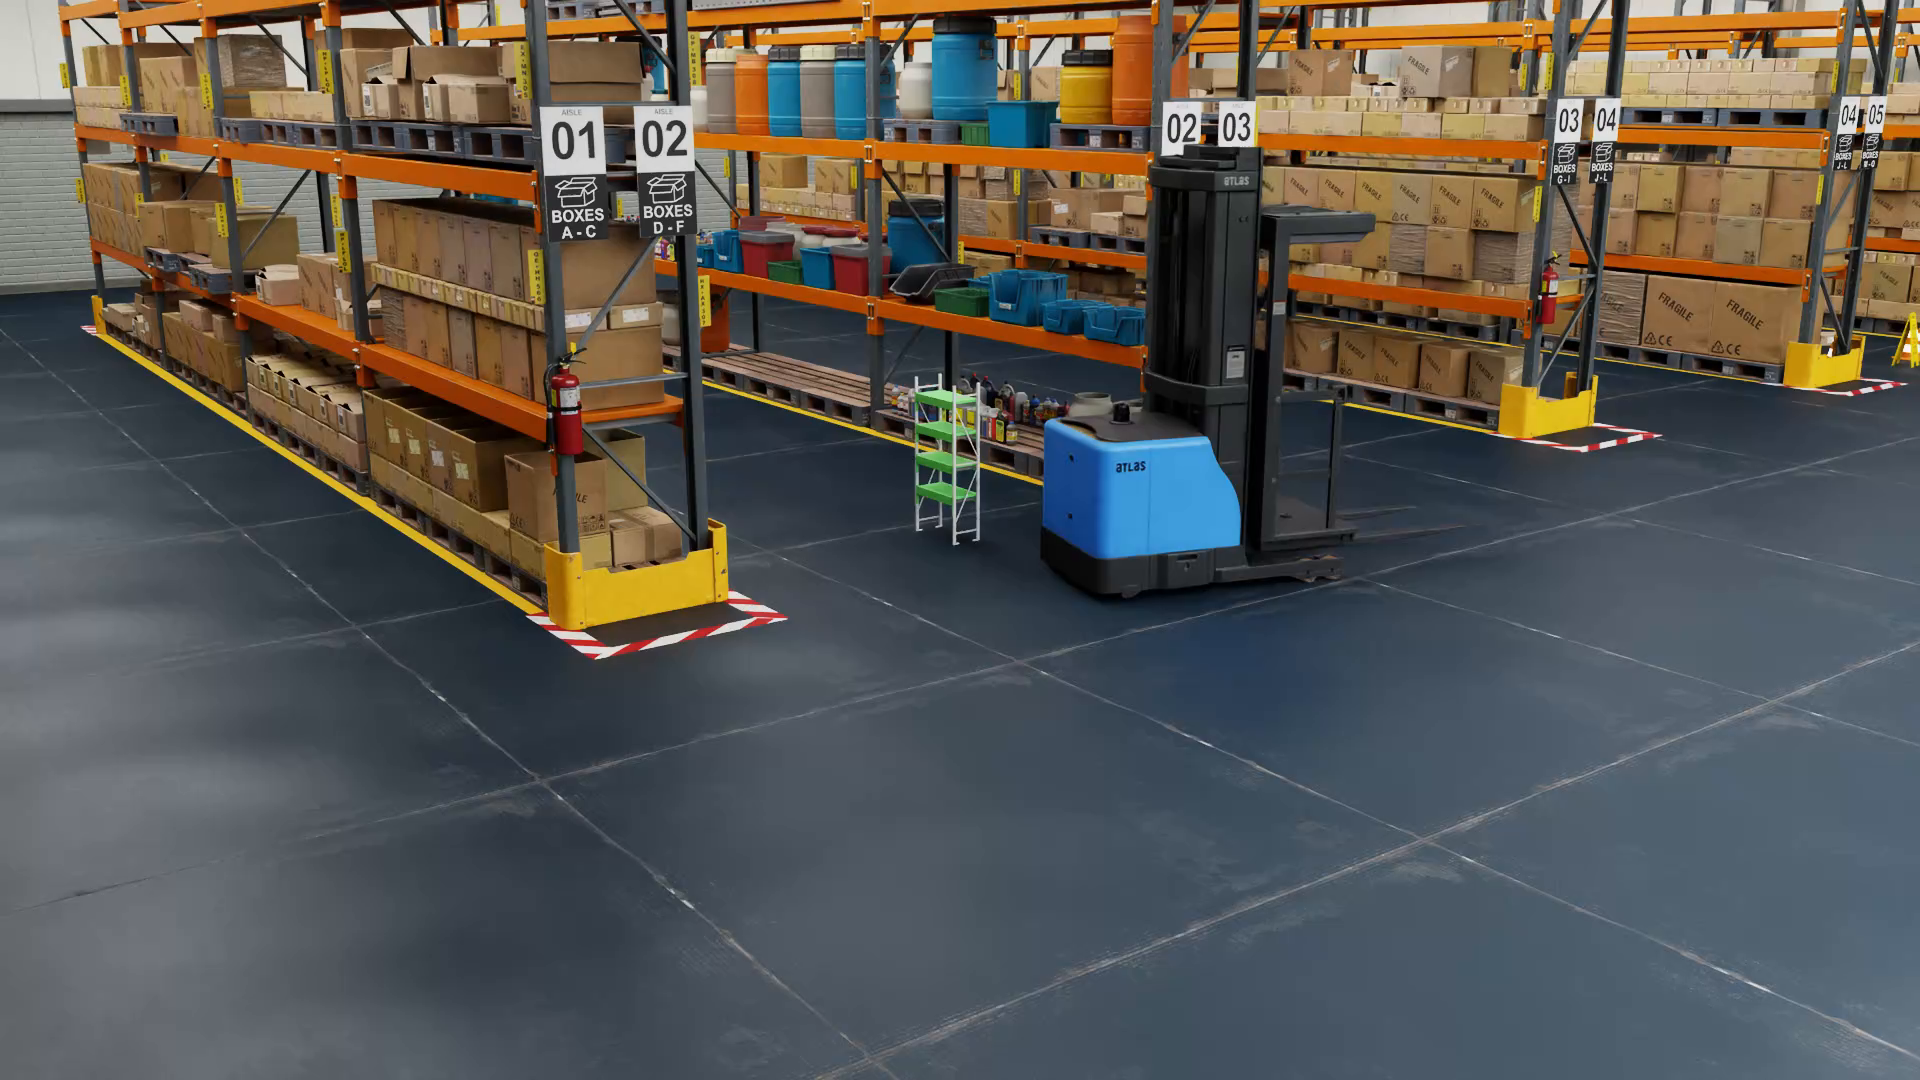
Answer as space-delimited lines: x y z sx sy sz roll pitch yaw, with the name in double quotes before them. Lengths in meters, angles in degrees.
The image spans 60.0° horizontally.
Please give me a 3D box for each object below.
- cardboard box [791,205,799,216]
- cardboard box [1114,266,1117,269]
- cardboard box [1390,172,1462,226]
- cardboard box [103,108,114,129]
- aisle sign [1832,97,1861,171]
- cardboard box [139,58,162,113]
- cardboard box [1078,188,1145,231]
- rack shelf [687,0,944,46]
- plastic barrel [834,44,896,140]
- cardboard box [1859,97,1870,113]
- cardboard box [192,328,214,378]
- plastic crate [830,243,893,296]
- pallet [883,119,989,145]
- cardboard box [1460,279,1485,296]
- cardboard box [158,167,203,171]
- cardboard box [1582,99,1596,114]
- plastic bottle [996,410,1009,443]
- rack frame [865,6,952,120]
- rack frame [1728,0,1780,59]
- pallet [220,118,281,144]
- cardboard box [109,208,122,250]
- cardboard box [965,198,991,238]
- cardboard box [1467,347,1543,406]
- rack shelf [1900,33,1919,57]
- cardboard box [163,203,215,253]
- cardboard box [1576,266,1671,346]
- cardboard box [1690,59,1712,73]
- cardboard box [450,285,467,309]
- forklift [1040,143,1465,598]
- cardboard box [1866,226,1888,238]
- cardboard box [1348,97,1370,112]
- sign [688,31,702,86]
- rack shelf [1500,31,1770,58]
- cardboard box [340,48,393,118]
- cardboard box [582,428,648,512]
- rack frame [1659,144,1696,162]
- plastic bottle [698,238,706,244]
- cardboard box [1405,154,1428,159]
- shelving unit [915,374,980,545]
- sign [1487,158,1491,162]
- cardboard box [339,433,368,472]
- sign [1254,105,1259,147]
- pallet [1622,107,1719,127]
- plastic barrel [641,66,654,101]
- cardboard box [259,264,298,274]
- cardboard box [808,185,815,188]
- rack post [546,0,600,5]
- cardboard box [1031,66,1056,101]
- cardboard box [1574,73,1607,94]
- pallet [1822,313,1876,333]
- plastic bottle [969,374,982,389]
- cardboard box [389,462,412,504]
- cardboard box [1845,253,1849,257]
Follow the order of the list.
"cardboard box" -2.501 -5.323 26.818 0.380 0.149 0.250 -10 18 -34
"cardboard box" 2.808 -4.861 29.260 0.380 0.149 0.250 -10 18 -33
"cardboard box" 4.789 -3.504 17.051 0.500 0.500 0.500 -11 19 -35
"cardboard box" -10.255 -5.215 20.549 0.500 0.250 0.500 -11 19 -35
"aisle sign" 9.774 -4.479 18.334 0.394 0.787 0.004 -11 19 -35
"cardboard box" -8.931 -5.191 19.003 0.600 0.600 0.600 -13 20 -40
"cardboard box" 1.958 -4.285 21.564 0.700 0.500 0.500 -8 17 -26
"rack shelf" -1.631 -5.405 17.397 1.077 0.370 4.000 -11 19 -35
"plastic barrel" -0.930 -4.387 16.292 0.600 0.901 0.708 -11 19 -35
"cardboard box" 12.498 -5.987 22.807 0.500 0.250 0.500 -11 19 -34
"cardboard box" -8.173 -2.101 18.473 0.500 0.500 0.500 -12 19 -37
"plastic crate" -0.987 -2.711 16.676 0.402 0.464 0.583 -11 19 -35
"pallet" 0.048 -3.841 15.602 1.213 0.211 1.003 -11 19 -35
"cardboard box" 5.234 -2.545 16.668 0.380 0.149 0.250 -11 19 -35
"cardboard box" -9.823 -4.459 21.101 0.500 0.500 0.500 -12 19 -36
"cardboard box" 5.928 -4.200 16.086 0.380 0.149 0.250 -11 19 -35
"plastic bottle" 0.379 -1.018 14.925 0.061 0.283 0.133 -10 18 -33
"rack frame" -0.455 -5.517 15.688 1.000 3.000 0.127 -11 19 -35
"rack frame" 11.567 -7.824 24.117 1.000 3.000 0.127 -11 19 -35
"pallet" -6.344 -3.935 15.945 1.213 0.211 1.003 -10 18 -32
"cardboard box" -10.579 -4.007 21.344 0.500 0.500 0.500 -11 19 -34
"cardboard box" 0.420 -4.469 23.034 0.500 0.500 0.500 -11 19 -35
"cardboard box" 5.550 -1.671 16.940 0.500 0.500 0.500 -7 17 -24
"rack shelf" 16.756 -7.629 25.523 1.077 0.370 4.000 -11 19 -35
"cardboard box" -8.614 -3.542 18.850 0.700 0.500 0.500 -8 17 -26
"cardboard box" 8.469 -2.982 21.017 0.875 0.875 0.875 -11 19 -34
"cardboard box" 8.755 -5.539 19.428 0.380 0.149 0.250 -11 19 -35
"cardboard box" -3.405 -1.746 11.854 0.380 0.149 0.250 -11 19 -35
"forklift" 2.145 -1.245 11.573 3.031 2.935 1.130 -5 16 -19
"cardboard box" 12.718 -4.264 22.950 0.380 0.149 0.250 -11 19 -35
"cardboard box" 4.290 -4.569 17.436 0.380 0.149 0.250 -11 19 -36
"sign" -1.660 -2.993 10.342 0.100 0.325 0.005 -11 19 -35
"rack shelf" 10.391 -7.712 25.826 1.077 0.370 4.000 -11 19 -35
"cardboard box" -4.381 -3.472 12.649 0.500 0.500 0.500 -9 18 -30
"cardboard box" -2.543 -0.495 11.696 0.500 0.500 0.500 -11 19 -35
"rack frame" 13.228 -6.556 30.848 1.000 3.000 0.127 -11 19 -35
"plastic bottle" -3.162 -3.600 20.424 0.097 0.201 0.097 0 15 0
"cardboard box" 8.105 -6.601 28.927 0.500 0.500 0.500 -11 19 -34
"shelving unit" -0.097 -0.614 12.547 0.258 1.200 0.503 -11 19 -35
"sign" 8.768 -6.256 27.560 0.100 0.325 0.005 -11 19 -35
"cardboard box" -4.942 -0.776 14.141 0.500 0.250 0.500 -11 19 -35
"sign" 2.344 -3.305 13.271 0.100 0.325 0.005 -11 19 -35
"pallet" 8.809 -5.108 20.044 1.003 0.211 1.213 -11 19 -35
"plastic barrel" -3.971 -5.548 20.429 0.433 0.535 0.433 0 15 0
"cardboard box" -6.637 -2.582 16.498 0.500 0.311 0.500 -10 18 -31
"cardboard box" -2.407 -5.747 27.611 0.500 0.250 0.500 -12 19 -36
"rack post" -4.689 -7.004 21.265 0.937 0.300 0.954 -11 19 -36
"cardboard box" 1.268 -5.843 21.422 0.500 0.500 0.500 -11 19 -34
"cardboard box" 7.982 -5.654 20.606 0.500 0.250 0.500 -11 19 -35
"pallet" 12.712 -3.187 23.821 1.003 0.211 1.213 -11 19 -35
"plastic bottle" 0.157 -1.466 16.433 0.144 0.351 0.185 -11 19 -36
"cardboard box" -4.147 -0.478 13.055 0.500 0.250 0.500 -11 19 -35
"cardboard box" 12.734 -3.867 24.015 0.500 0.500 0.500 -10 18 -32
